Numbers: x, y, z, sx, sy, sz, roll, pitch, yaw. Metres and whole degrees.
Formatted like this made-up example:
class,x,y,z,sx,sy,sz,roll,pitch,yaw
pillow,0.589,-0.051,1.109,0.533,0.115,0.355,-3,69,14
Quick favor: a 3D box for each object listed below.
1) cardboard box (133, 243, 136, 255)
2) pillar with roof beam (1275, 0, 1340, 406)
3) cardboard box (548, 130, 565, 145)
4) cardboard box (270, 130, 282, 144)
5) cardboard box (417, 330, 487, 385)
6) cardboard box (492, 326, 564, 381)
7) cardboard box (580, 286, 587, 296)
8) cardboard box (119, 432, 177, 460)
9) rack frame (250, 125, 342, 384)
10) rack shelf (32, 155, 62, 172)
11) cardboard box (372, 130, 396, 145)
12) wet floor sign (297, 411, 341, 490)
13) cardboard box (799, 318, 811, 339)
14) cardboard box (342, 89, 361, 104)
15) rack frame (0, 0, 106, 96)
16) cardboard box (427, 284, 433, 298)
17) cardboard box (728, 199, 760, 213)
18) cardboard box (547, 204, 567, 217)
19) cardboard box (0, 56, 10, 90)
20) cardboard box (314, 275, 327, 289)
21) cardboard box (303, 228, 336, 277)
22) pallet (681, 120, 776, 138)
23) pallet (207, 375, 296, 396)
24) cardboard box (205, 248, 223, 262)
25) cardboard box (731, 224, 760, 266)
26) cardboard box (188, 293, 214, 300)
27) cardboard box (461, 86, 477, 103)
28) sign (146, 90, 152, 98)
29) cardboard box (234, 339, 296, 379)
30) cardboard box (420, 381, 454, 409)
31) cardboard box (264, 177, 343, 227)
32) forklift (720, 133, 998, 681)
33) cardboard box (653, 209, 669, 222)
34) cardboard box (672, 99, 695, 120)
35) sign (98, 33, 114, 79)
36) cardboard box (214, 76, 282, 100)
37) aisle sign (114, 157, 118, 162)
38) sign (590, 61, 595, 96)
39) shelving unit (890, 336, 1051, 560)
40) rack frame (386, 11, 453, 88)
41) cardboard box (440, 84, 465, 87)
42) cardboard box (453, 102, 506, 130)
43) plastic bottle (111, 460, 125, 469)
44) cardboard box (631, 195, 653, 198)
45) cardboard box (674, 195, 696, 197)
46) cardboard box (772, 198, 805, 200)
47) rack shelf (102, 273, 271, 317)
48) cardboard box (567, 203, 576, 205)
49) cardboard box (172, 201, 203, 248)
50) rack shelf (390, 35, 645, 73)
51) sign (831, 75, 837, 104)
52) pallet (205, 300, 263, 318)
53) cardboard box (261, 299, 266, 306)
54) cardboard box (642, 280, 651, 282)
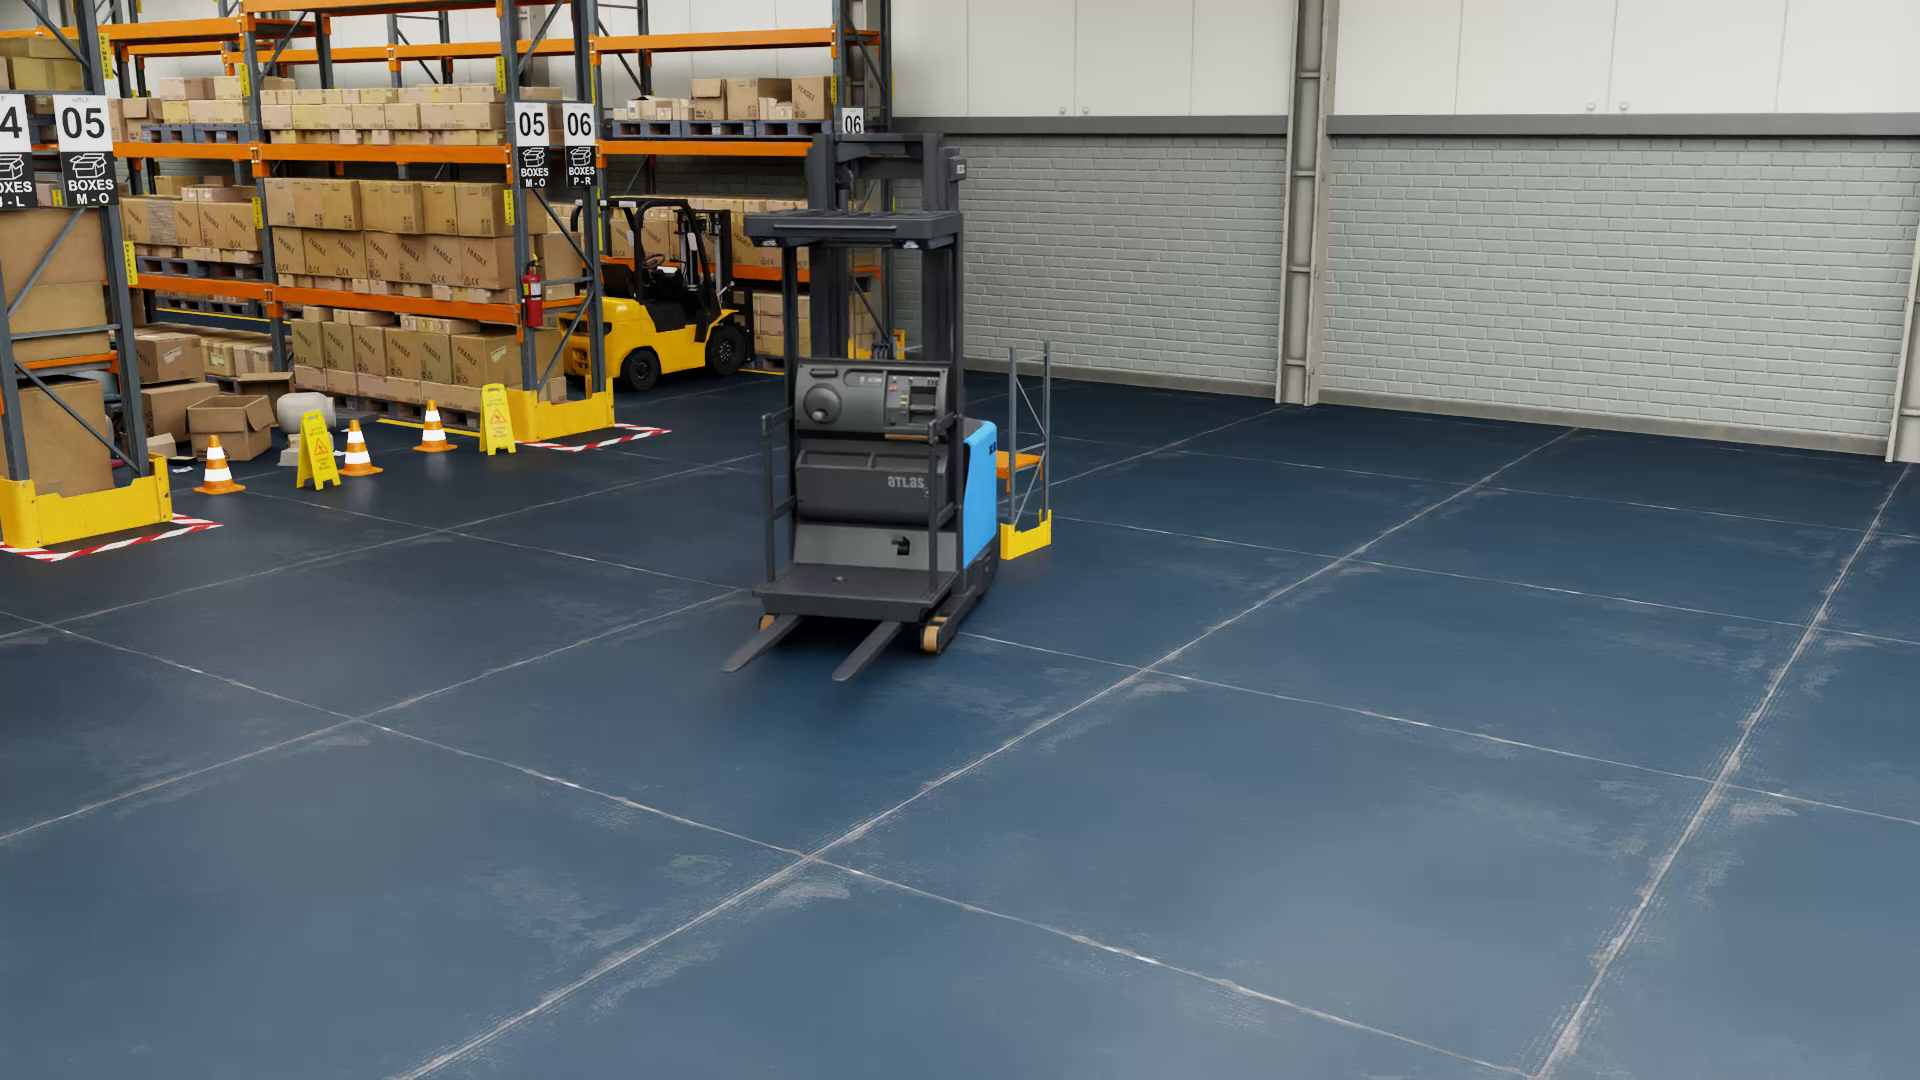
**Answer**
class,x,y,z,sx,sy,sz,roll,pitch,yaw
cardboard box,-9.761,-3.470,19.748,0.250,0.149,0.380,9,17,33
pillar with roof beam,1.346,-5.040,13.955,0.400,9.000,9.100,9,17,33
cardboard box,-4.017,-3.971,16.402,0.250,0.149,0.380,9,17,33
cardboard box,-7.119,-4.306,17.758,0.250,0.149,0.380,9,16,32
cardboard box,-5.168,-1.885,16.985,0.500,0.500,0.500,10,17,35
cardboard box,-4.458,-1.927,17.153,0.500,0.500,0.500,9,16,31
cardboard box,-4.914,-3.173,22.967,0.625,0.625,0.875,10,17,35
cardboard box,-7.466,-0.873,15.297,0.258,0.266,0.396,13,19,42
rack frame,-7.242,-3.064,18.458,0.127,3.000,1.000,9,17,33
rack shelf,-8.261,-2.902,13.059,4.000,0.370,1.077,9,17,33
cardboard box,-5.674,-4.051,16.725,0.250,0.149,0.380,9,16,32
wet floor sign,-5.472,-0.775,14.111,0.232,0.644,0.267,6,15,23
cardboard box,-1.734,-2.632,20.523,0.500,0.250,0.500,9,16,32
cardboard box,-6.051,-4.514,16.937,0.250,0.149,0.380,9,16,32
rack frame,-6.602,-4.439,11.528,0.127,3.000,1.000,9,17,33
cardboard box,-5.190,-2.554,16.923,0.250,0.149,0.380,9,17,34
cardboard box,-2.685,-4.183,20.800,0.250,0.149,0.380,10,17,34
cardboard box,-5.572,-4.502,22.710,0.250,0.149,0.380,9,16,31
cardboard box,-7.164,-3.317,11.849,0.500,0.250,0.500,9,17,34
cardboard box,-6.683,-2.783,17.845,0.250,0.149,0.380,9,17,33
cardboard box,-6.603,-3.080,17.694,0.500,0.500,0.500,9,17,33
pallet,-2.744,-5.194,21.006,1.213,0.211,1.003,9,17,33
pallet,-7.889,-1.814,19.214,1.213,0.211,1.003,9,17,33
cardboard box,-8.266,-3.226,18.762,0.250,0.149,0.380,9,16,32
cardboard box,-2.561,-3.720,20.900,0.500,0.500,0.500,9,16,32
cardboard box,-12.428,-4.291,27.745,0.500,0.500,0.700,8,16,31
cardboard box,-4.561,-4.277,15.981,0.250,0.149,0.380,10,17,34
sign,-14.106,-7.657,28.928,0.005,0.325,0.100,9,17,33
cardboard box,-7.678,-2.062,19.006,0.625,0.372,0.950,9,17,34
cardboard box,-5.169,-1.522,17.079,0.500,0.250,0.500,9,17,33
cardboard box,-6.998,-3.640,17.877,0.500,0.500,0.700,9,17,32
forklift,-0.576,-0.862,9.704,1.130,2.935,3.031,3,14,13
cardboard box,-3.746,-4.211,21.532,0.250,0.149,0.380,10,17,34
cardboard box,-3.413,-5.438,21.003,0.258,0.266,0.396,9,16,31
sign,-6.287,-3.556,12.218,0.005,0.325,0.100,9,17,33
cardboard box,-7.794,-4.946,18.217,0.500,0.250,0.500,10,17,34
aisle sign,-14.652,-6.876,28.447,0.004,0.787,0.394,9,17,33
sign,-3.620,-4.516,16.263,0.005,0.325,0.100,9,17,33
shelving unit,0.063,-0.718,12.102,1.083,1.500,0.587,9,17,33
rack frame,-7.794,-7.503,23.904,0.127,3.000,1.000,9,17,33
cardboard box,-6.854,-6.154,23.409,0.500,0.500,0.700,9,16,32
cardboard box,-4.498,-4.070,15.973,0.500,0.250,0.500,9,16,32
plastic bottle,-7.632,-0.679,14.940,0.133,0.061,0.283,3,14,14
cardboard box,-4.098,-4.446,21.866,0.250,0.149,0.380,9,17,34
cardboard box,-3.629,-4.505,22.101,0.250,0.149,0.380,9,17,32
cardboard box,-2.170,-4.254,21.089,0.250,0.149,0.380,10,17,35
rack shelf,-8.901,-2.983,19.628,4.000,0.370,1.077,9,17,33
cardboard box,-5.270,-4.618,23.177,0.250,0.149,0.380,9,17,32
cardboard box,-8.590,-3.614,18.977,0.500,0.500,0.500,10,17,35
rack shelf,-6.134,-6.691,22.955,4.000,0.370,1.077,9,17,33
sign,-1.470,-5.259,19.404,0.005,0.325,0.100,9,17,33
pallet,-11.682,-3.866,27.500,1.213,0.211,1.003,9,17,33
cardboard box,-10.837,-4.008,26.599,0.500,0.500,0.500,10,17,35
cardboard box,-3.958,-3.381,22.507,0.500,0.250,0.500,10,17,34
